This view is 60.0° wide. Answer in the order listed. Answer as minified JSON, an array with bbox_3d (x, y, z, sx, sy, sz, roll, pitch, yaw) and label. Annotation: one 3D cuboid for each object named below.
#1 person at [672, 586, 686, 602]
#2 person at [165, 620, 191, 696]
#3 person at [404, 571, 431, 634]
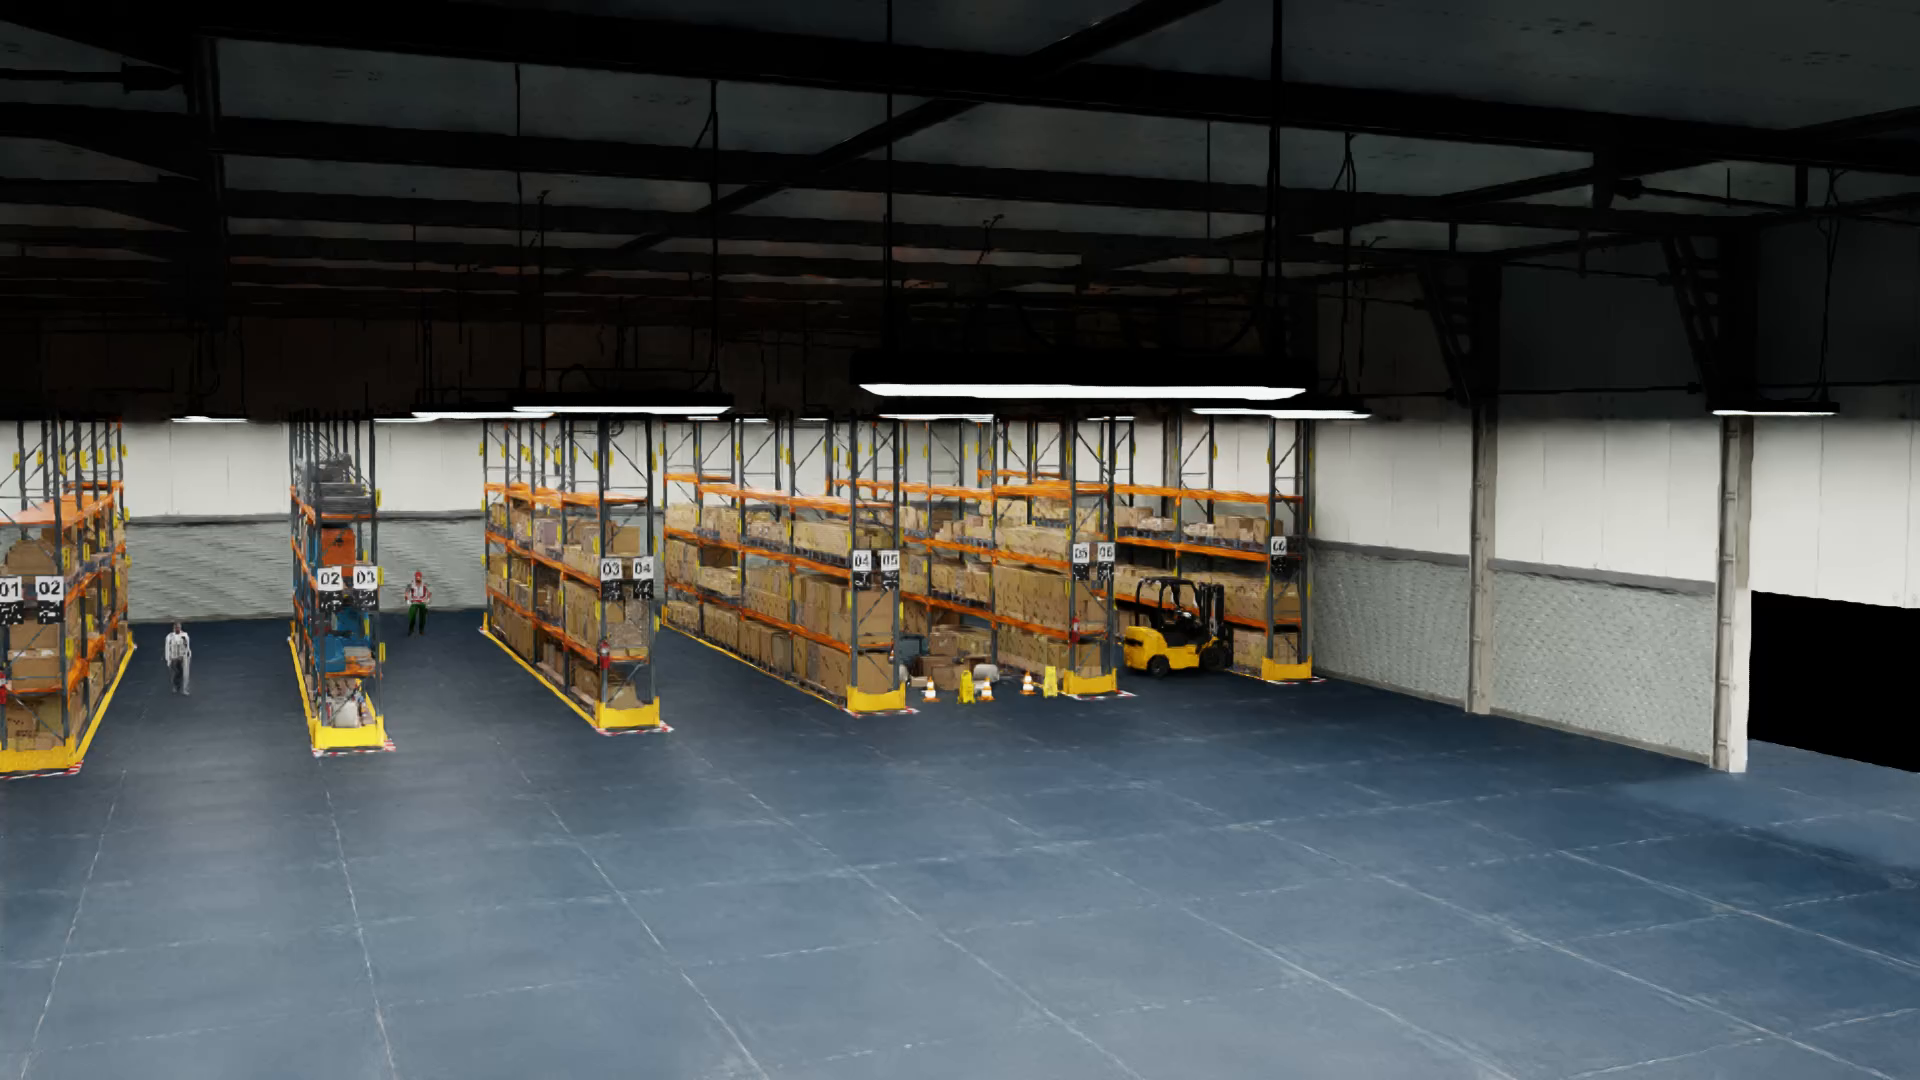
[{"bbox_3d":[-8.300,1.457,49.185,0.523,1.661,0.552,2,5,31],"label":"person"},{"bbox_3d":[-16.431,2.455,34.940,0.497,1.586,1.075,-2,4,-26],"label":"person"},{"bbox_3d":[-14.707,1.702,45.118,0.677,1.742,0.552,-2,4,-25],"label":"person"}]
